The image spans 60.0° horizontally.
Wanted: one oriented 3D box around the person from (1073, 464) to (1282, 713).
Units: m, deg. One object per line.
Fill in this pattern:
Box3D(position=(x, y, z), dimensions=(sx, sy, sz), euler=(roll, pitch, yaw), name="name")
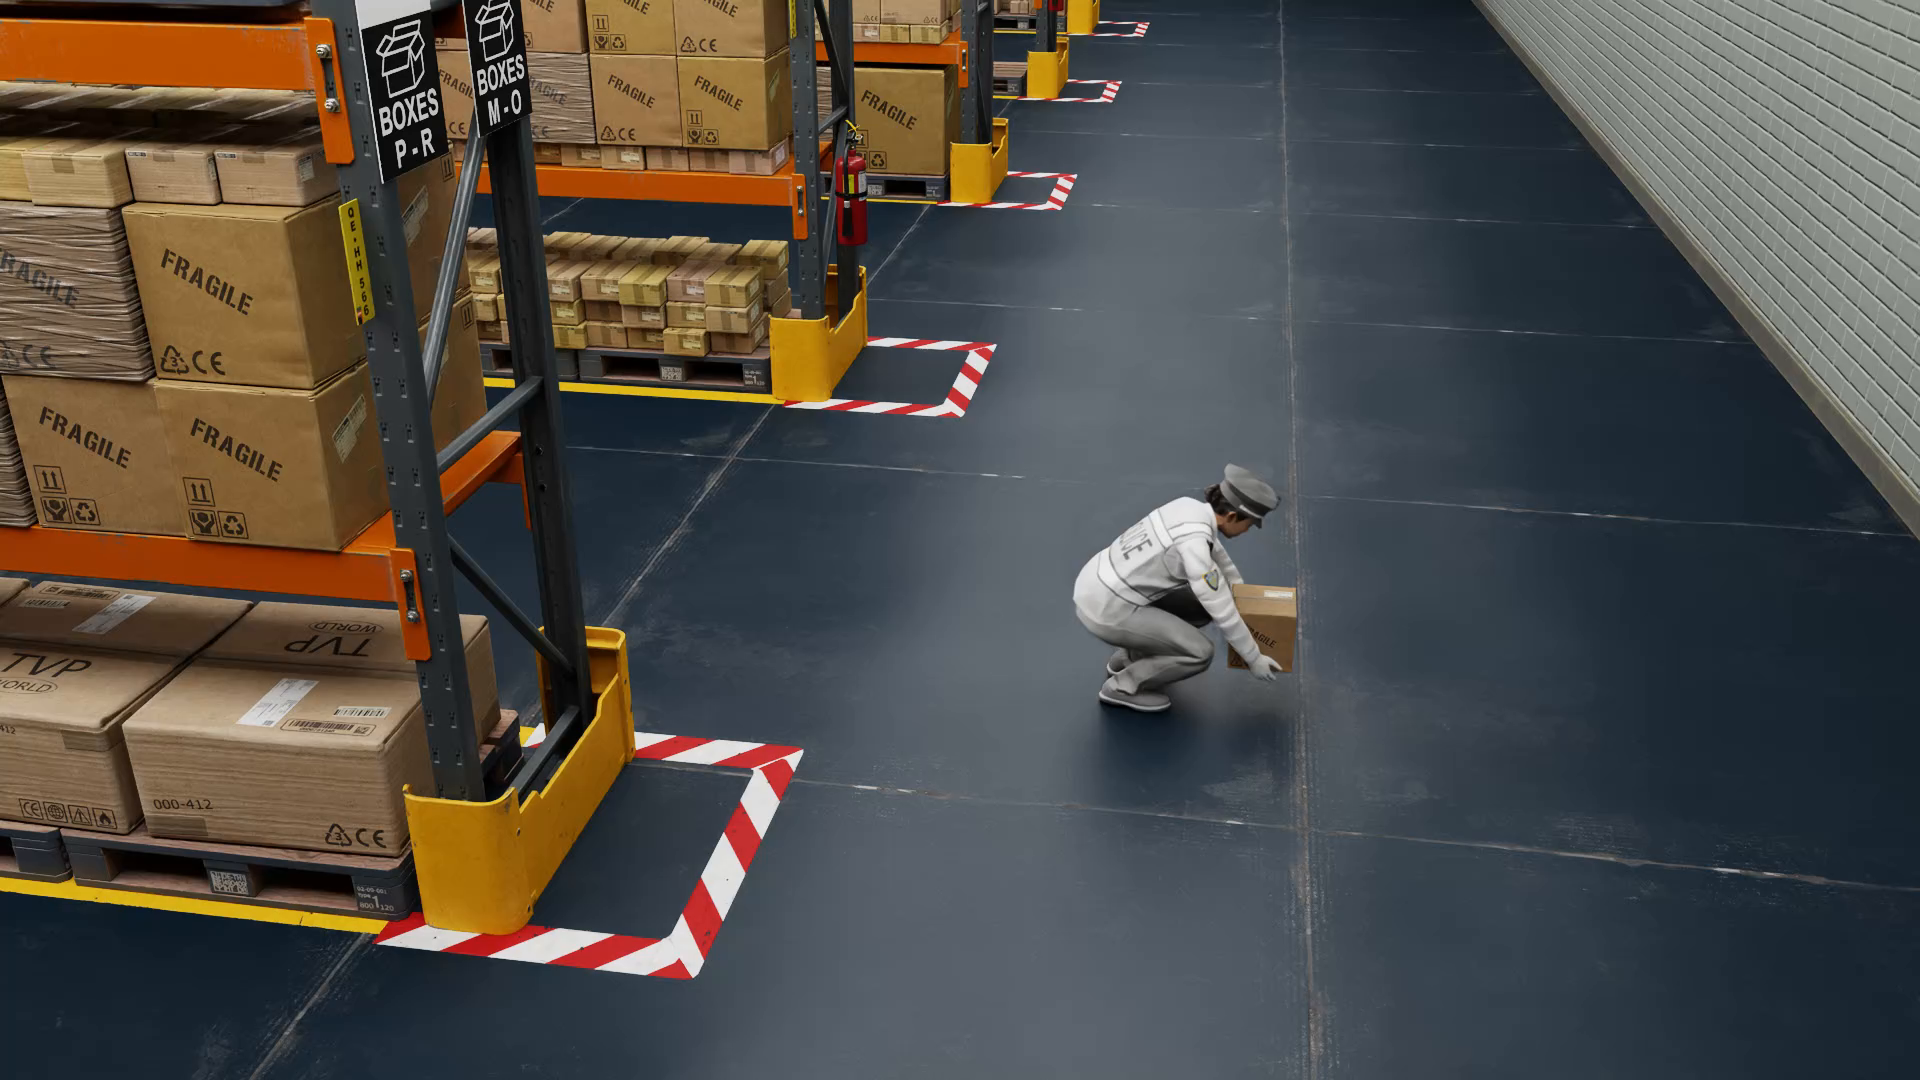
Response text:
Box3D(position=(0.869, 0.182, 6.550), dimensions=(0.834, 0.977, 0.469), euler=(4, 25, 8), name="person")
